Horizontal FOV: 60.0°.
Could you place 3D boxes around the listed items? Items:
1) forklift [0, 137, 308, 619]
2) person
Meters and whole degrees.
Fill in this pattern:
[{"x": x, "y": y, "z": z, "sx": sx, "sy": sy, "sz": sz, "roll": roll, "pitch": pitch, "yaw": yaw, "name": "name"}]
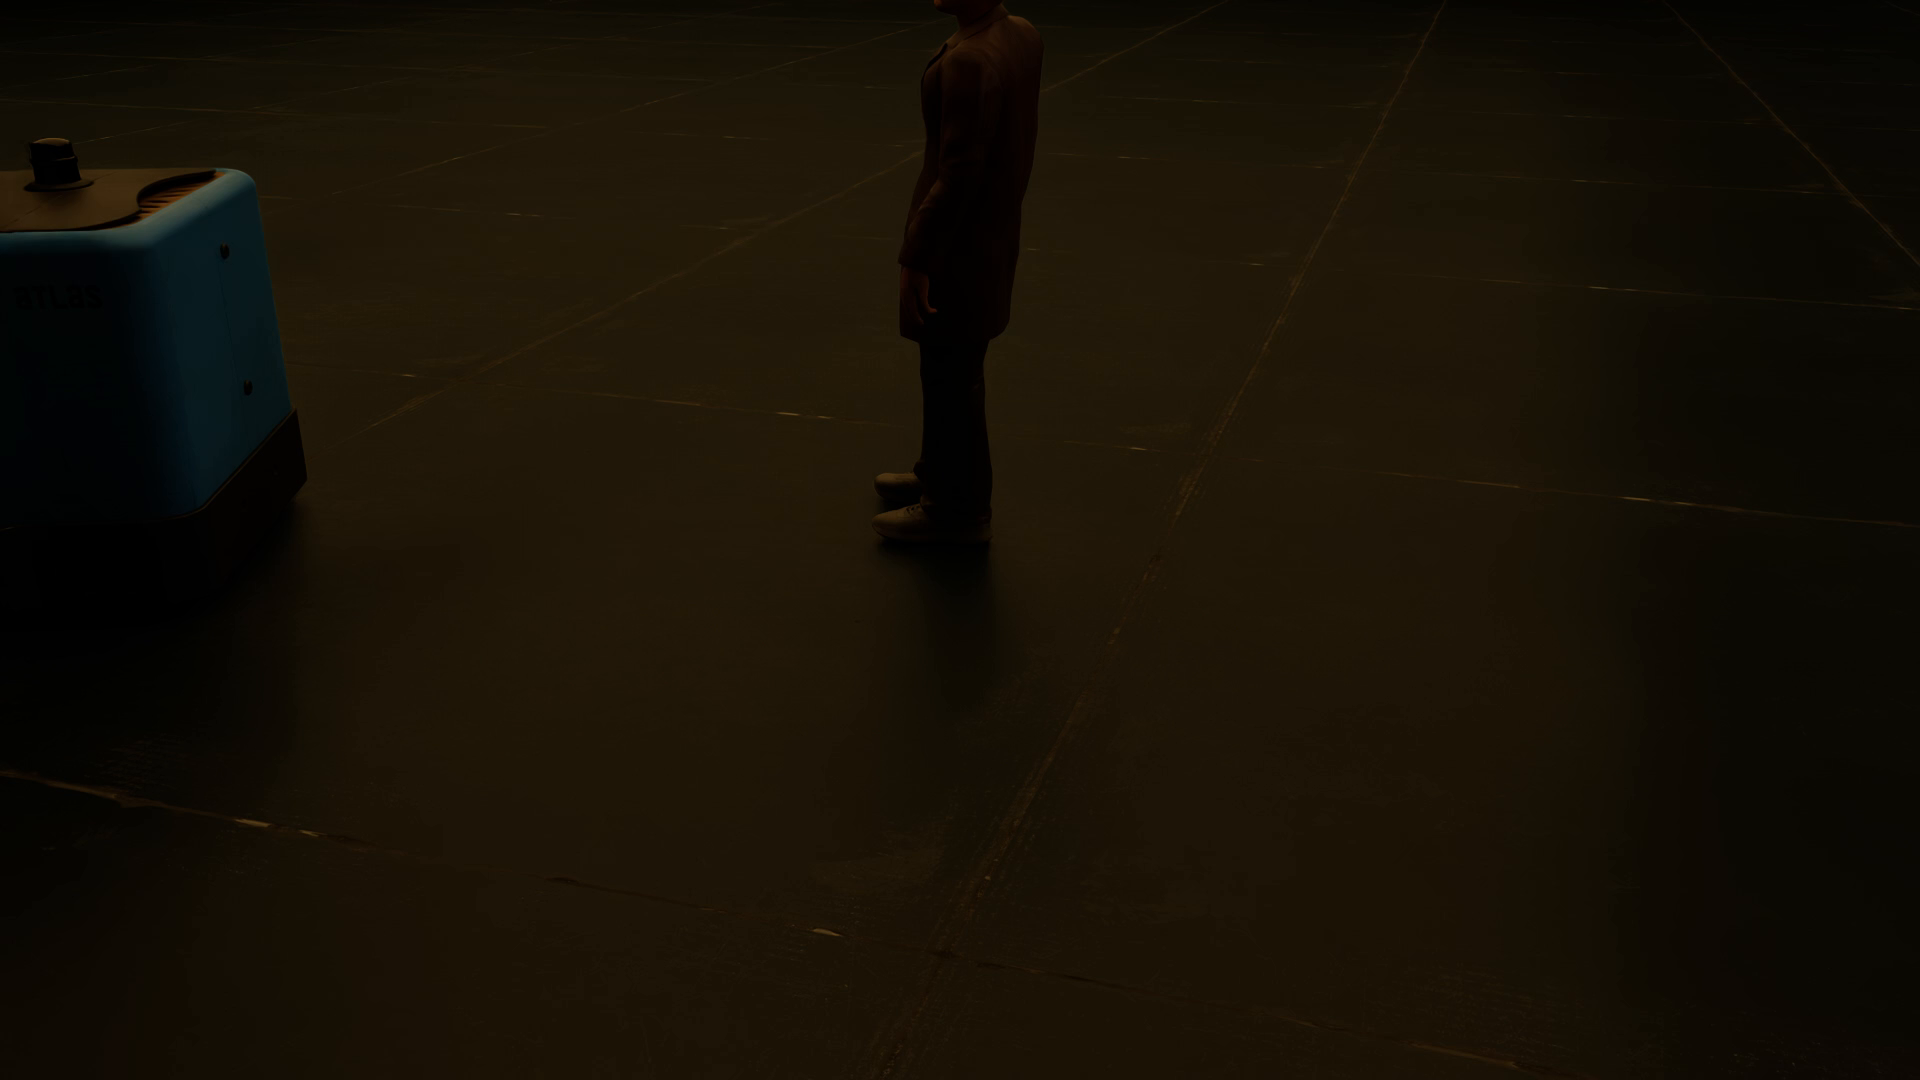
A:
[{"x": -3.595, "y": -1.272, "z": 4.362, "sx": 3.031, "sy": 2.935, "sz": 1.130, "roll": -2, "pitch": 23, "yaw": -4, "name": "forklift"}, {"x": -0.087, "y": -0.840, "z": 4.807, "sx": 0.579, "sy": 1.777, "sz": 0.698, "roll": 7, "pitch": 23, "yaw": 16, "name": "person"}]
